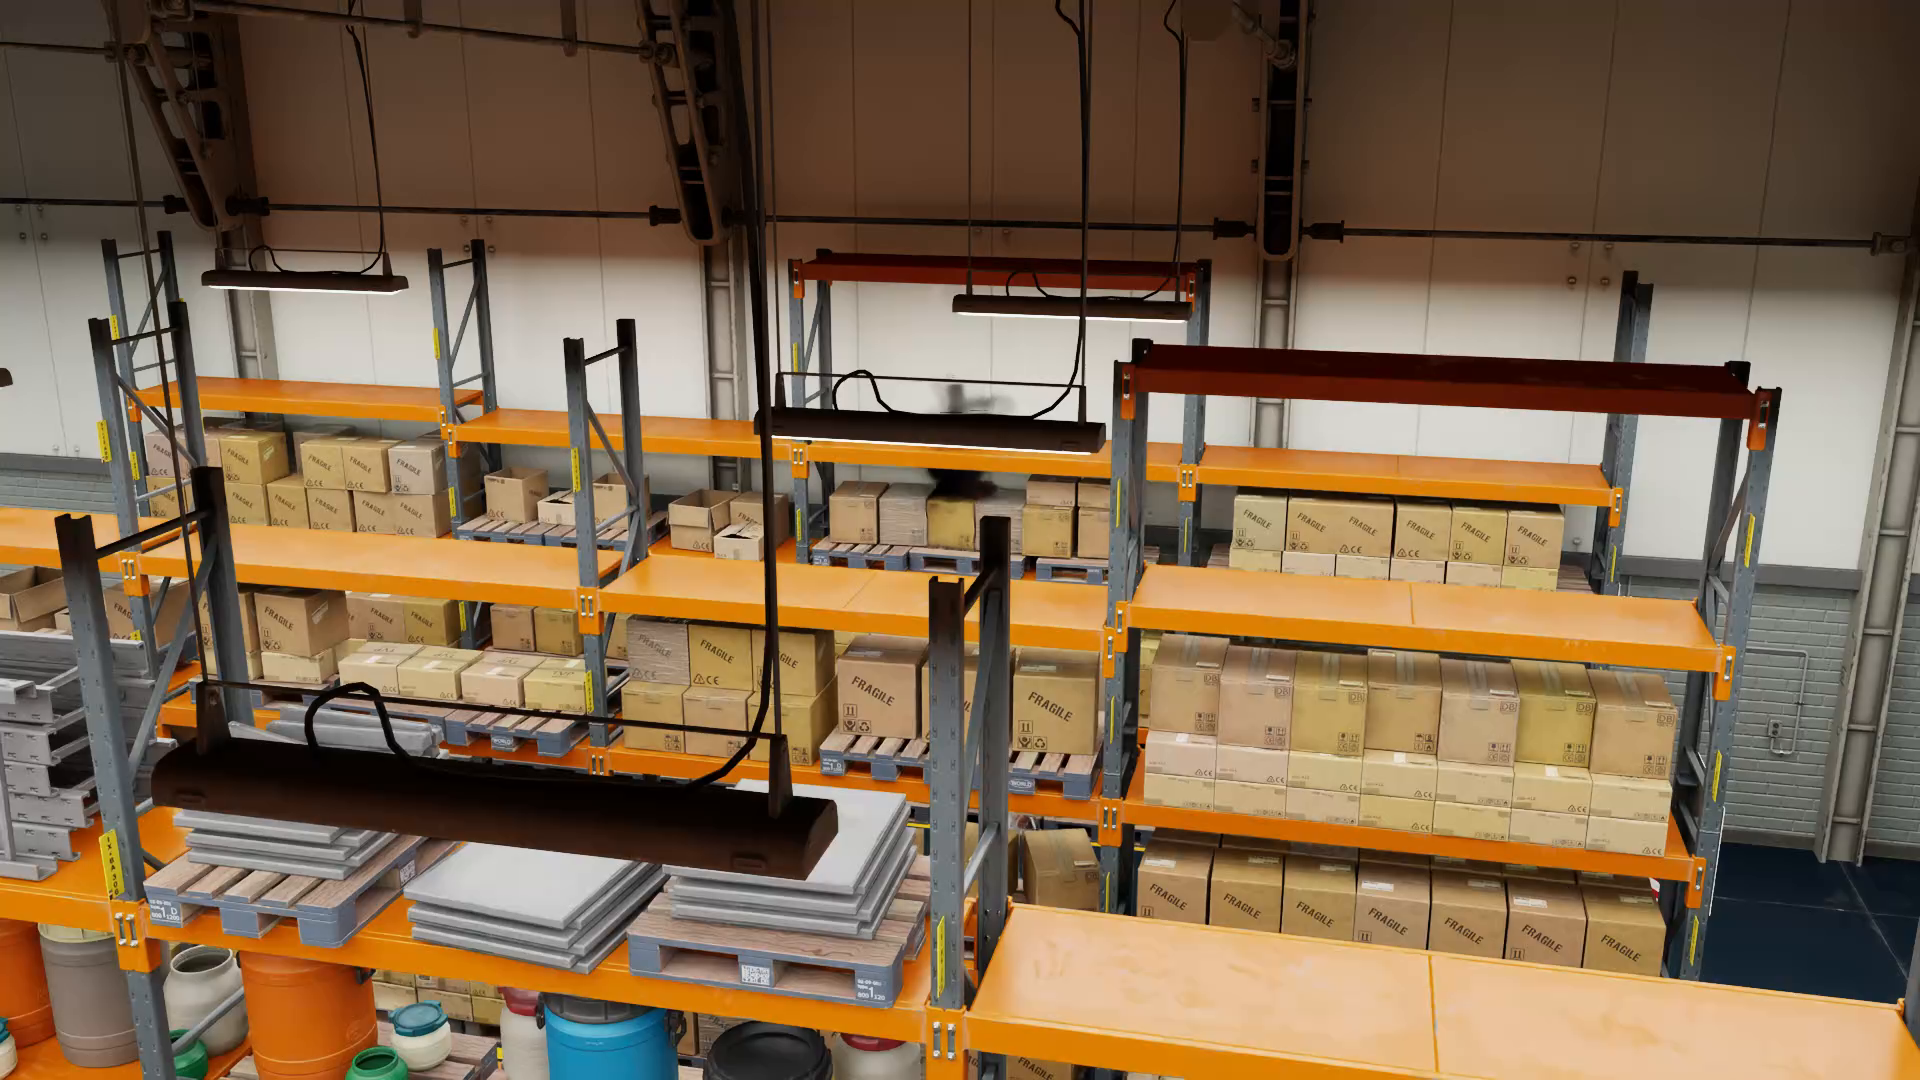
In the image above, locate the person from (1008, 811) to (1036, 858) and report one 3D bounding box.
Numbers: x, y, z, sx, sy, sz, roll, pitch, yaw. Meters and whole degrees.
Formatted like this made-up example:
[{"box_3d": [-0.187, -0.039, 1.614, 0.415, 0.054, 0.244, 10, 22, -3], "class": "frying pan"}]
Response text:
[{"box_3d": [0.539, 2.681, 16.005, 0.857, 1.846, 0.705, 2, 16, 8], "class": "person"}]
